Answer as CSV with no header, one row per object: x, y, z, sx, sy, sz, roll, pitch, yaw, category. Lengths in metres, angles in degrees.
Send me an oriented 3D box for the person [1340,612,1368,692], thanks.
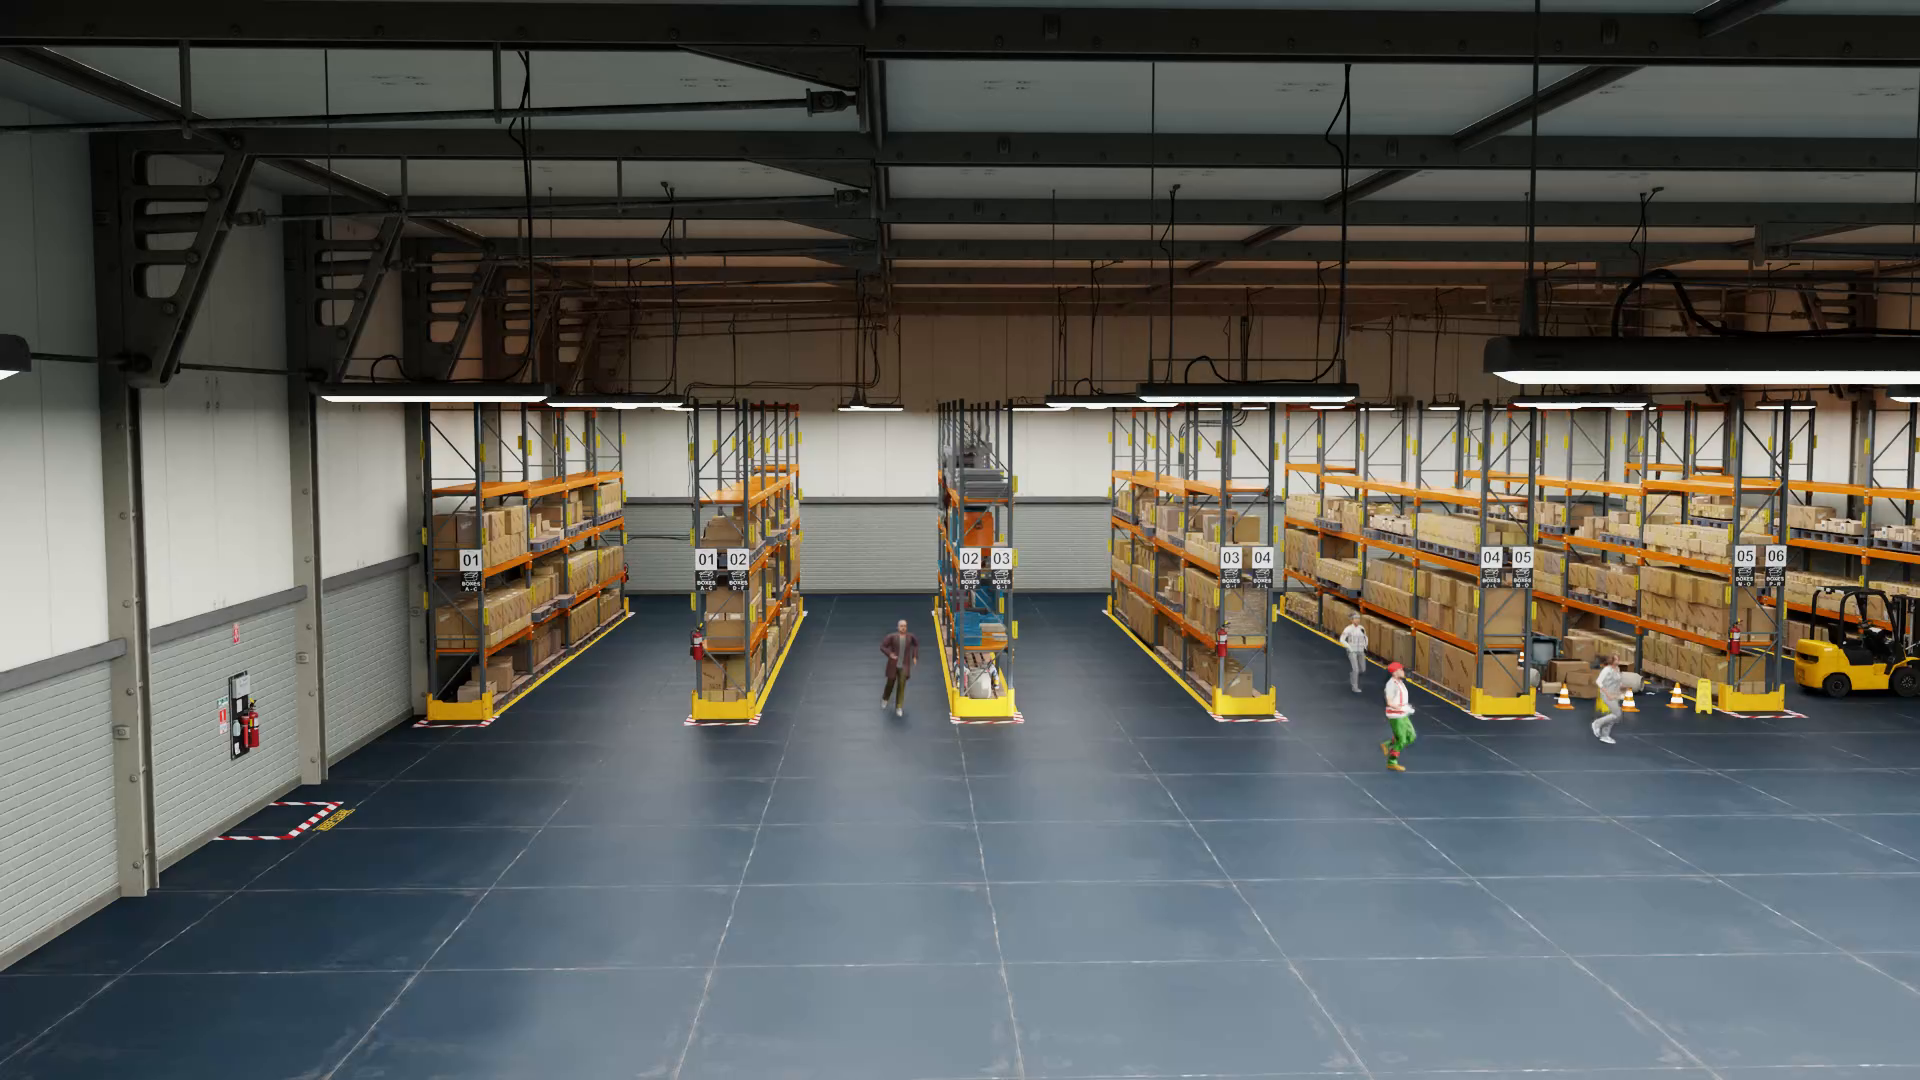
8.138,2.293,34.297,0.615,1.647,0.569,-1,4,-12,person

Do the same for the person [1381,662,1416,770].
7.037,2.827,26.719,0.594,1.742,0.655,3,5,31,person

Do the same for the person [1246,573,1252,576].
8.050,1.431,45.977,0.635,1.614,0.527,0,4,4,person

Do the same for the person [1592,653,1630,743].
11.358,2.751,28.975,0.525,1.568,0.561,-4,6,-45,person

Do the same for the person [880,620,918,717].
-1.149,2.421,31.767,0.758,1.750,1.068,-1,4,-8,person
